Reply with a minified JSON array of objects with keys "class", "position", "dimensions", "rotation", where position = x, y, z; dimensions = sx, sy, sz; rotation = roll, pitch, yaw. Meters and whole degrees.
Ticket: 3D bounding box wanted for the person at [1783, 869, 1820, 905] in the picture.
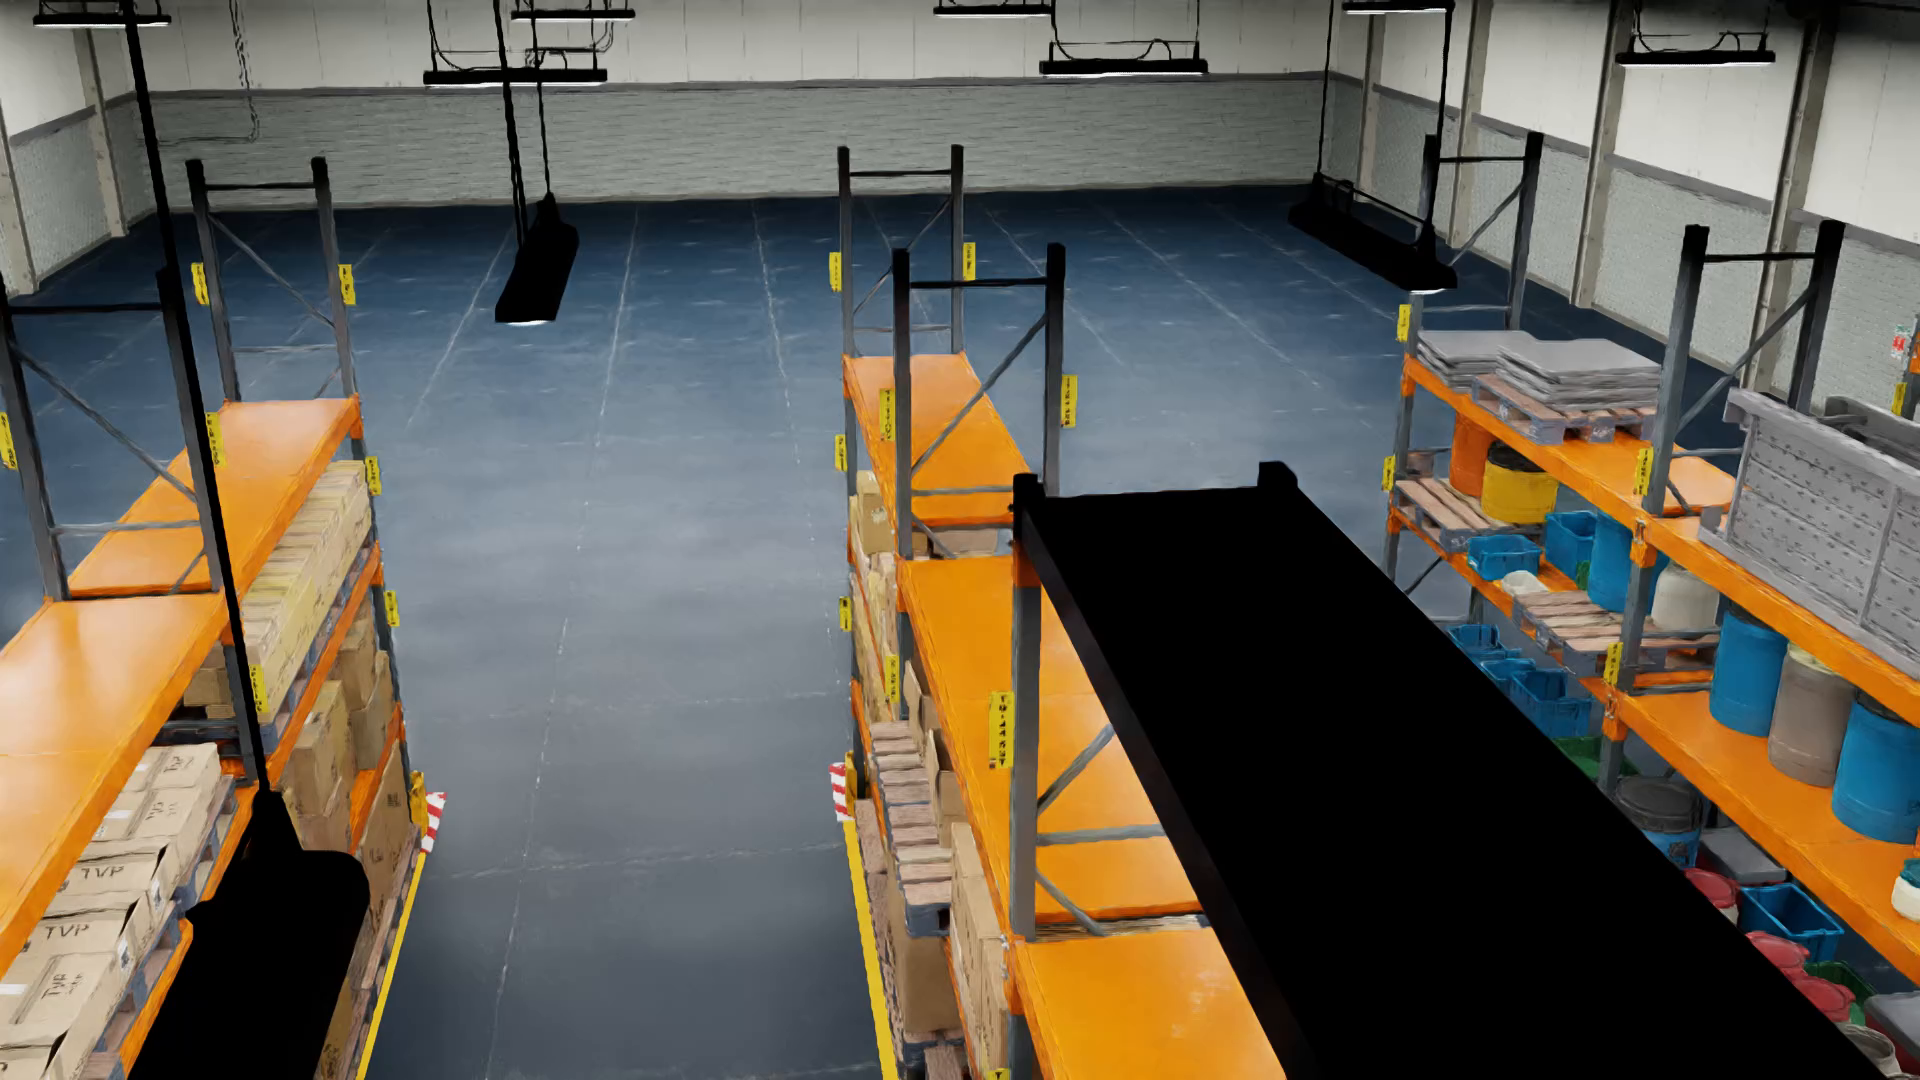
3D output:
[{"class":"person","position":[6.743,2.321,13.320],"dimensions":[0.514,1.785,0.638],"rotation":[-16,27,-36]}]
